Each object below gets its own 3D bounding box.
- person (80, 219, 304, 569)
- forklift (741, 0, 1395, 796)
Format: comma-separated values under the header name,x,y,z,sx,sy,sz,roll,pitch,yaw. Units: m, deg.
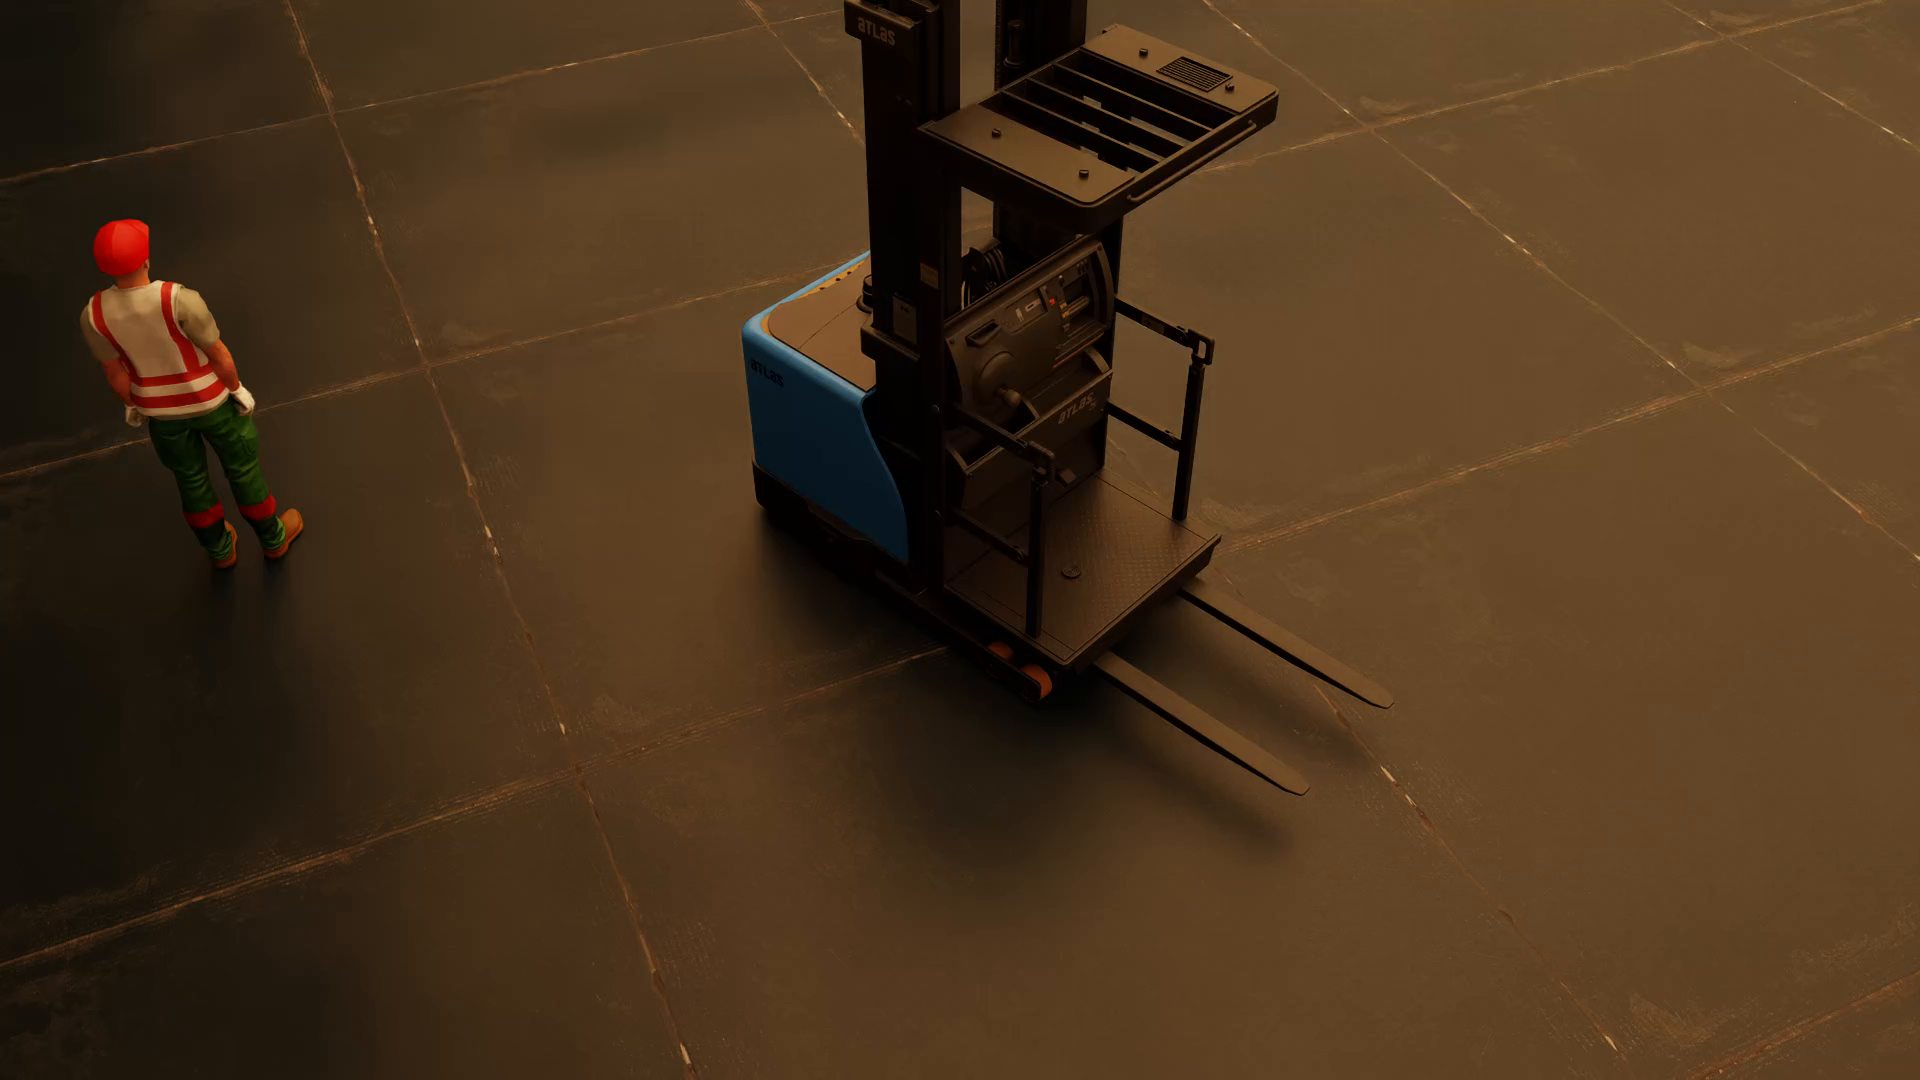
name,x,y,z,sx,sy,sz,roll,pitch,yaw
person,-3.338,-0.616,7.178,0.535,1.794,0.374,-7,44,-8
forklift,0.445,-0.788,6.525,3.031,2.935,1.130,32,52,30
